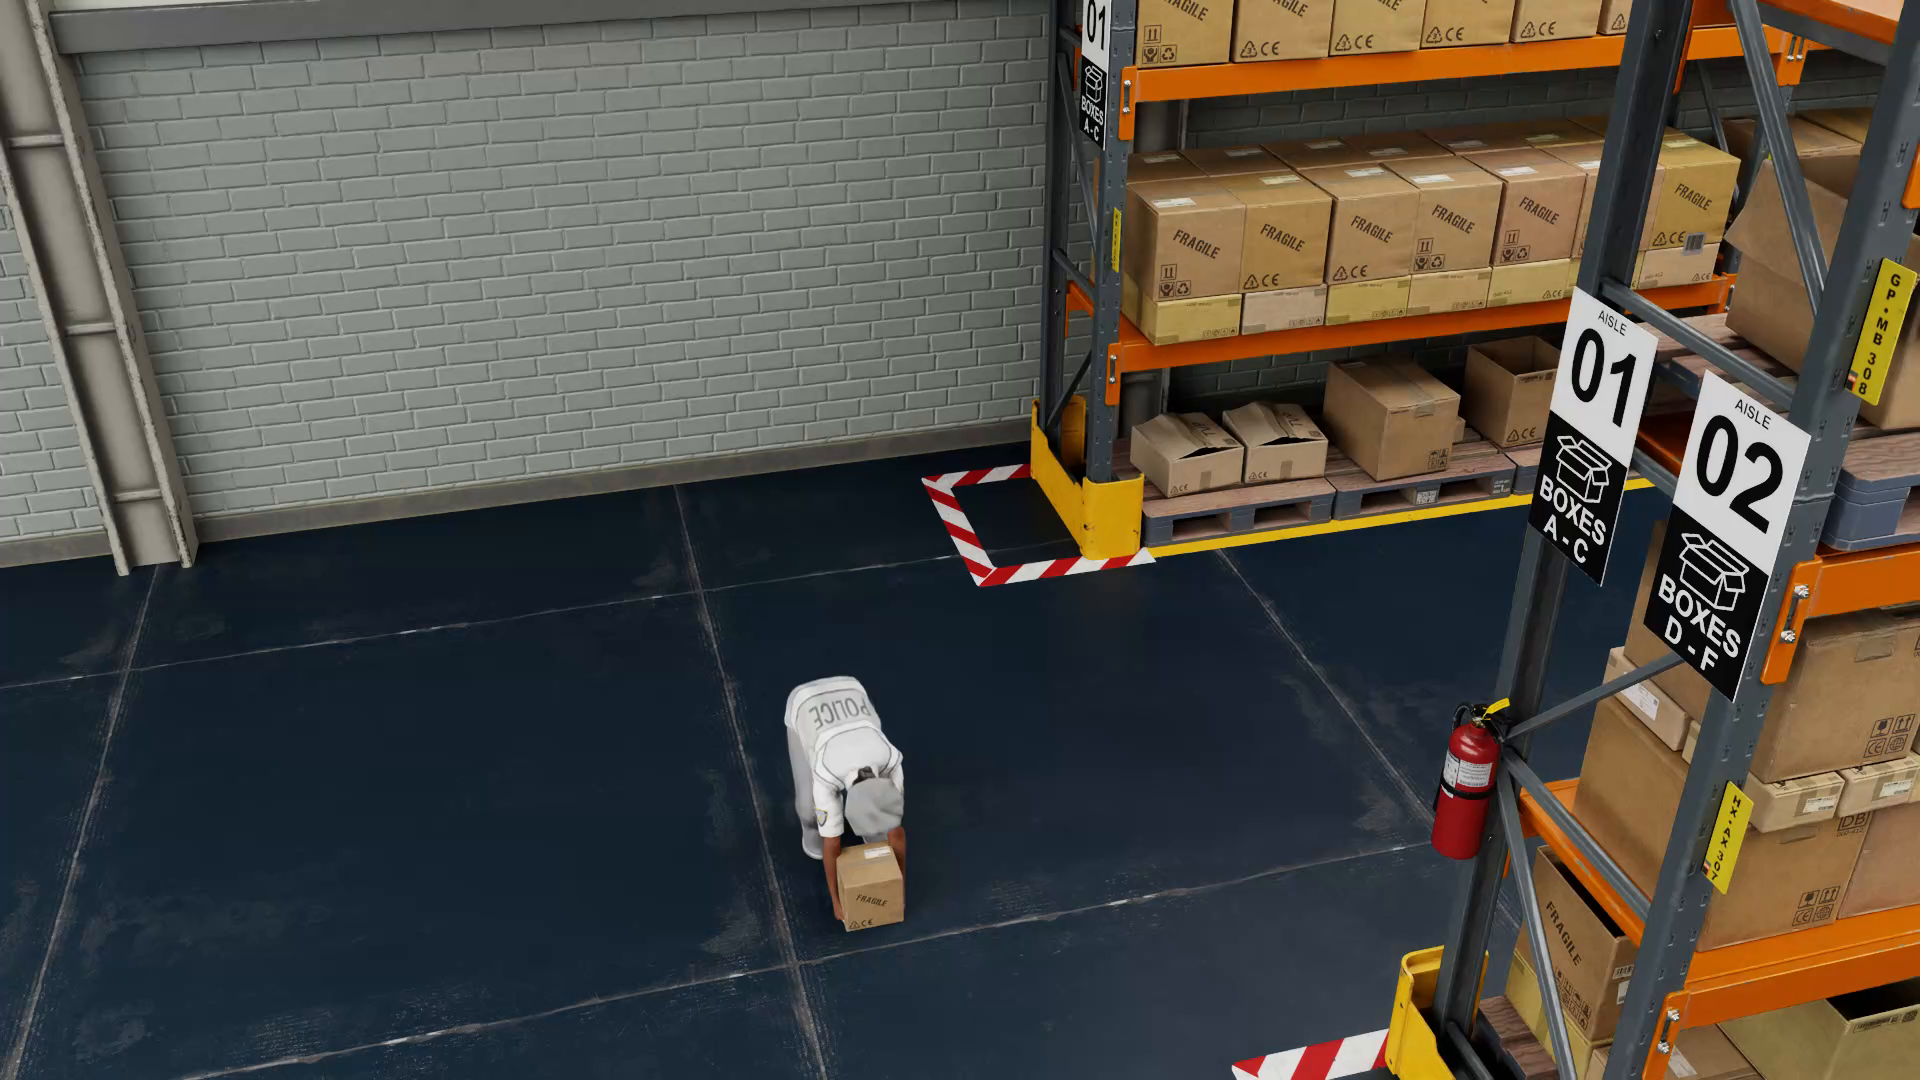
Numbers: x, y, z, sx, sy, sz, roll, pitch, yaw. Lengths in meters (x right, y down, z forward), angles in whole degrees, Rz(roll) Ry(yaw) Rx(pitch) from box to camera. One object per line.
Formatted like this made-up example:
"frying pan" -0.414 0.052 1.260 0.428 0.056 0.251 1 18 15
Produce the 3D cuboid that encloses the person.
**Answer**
"person" -0.483 1.098 7.250 0.469 0.812 0.922 -9 32 -15
